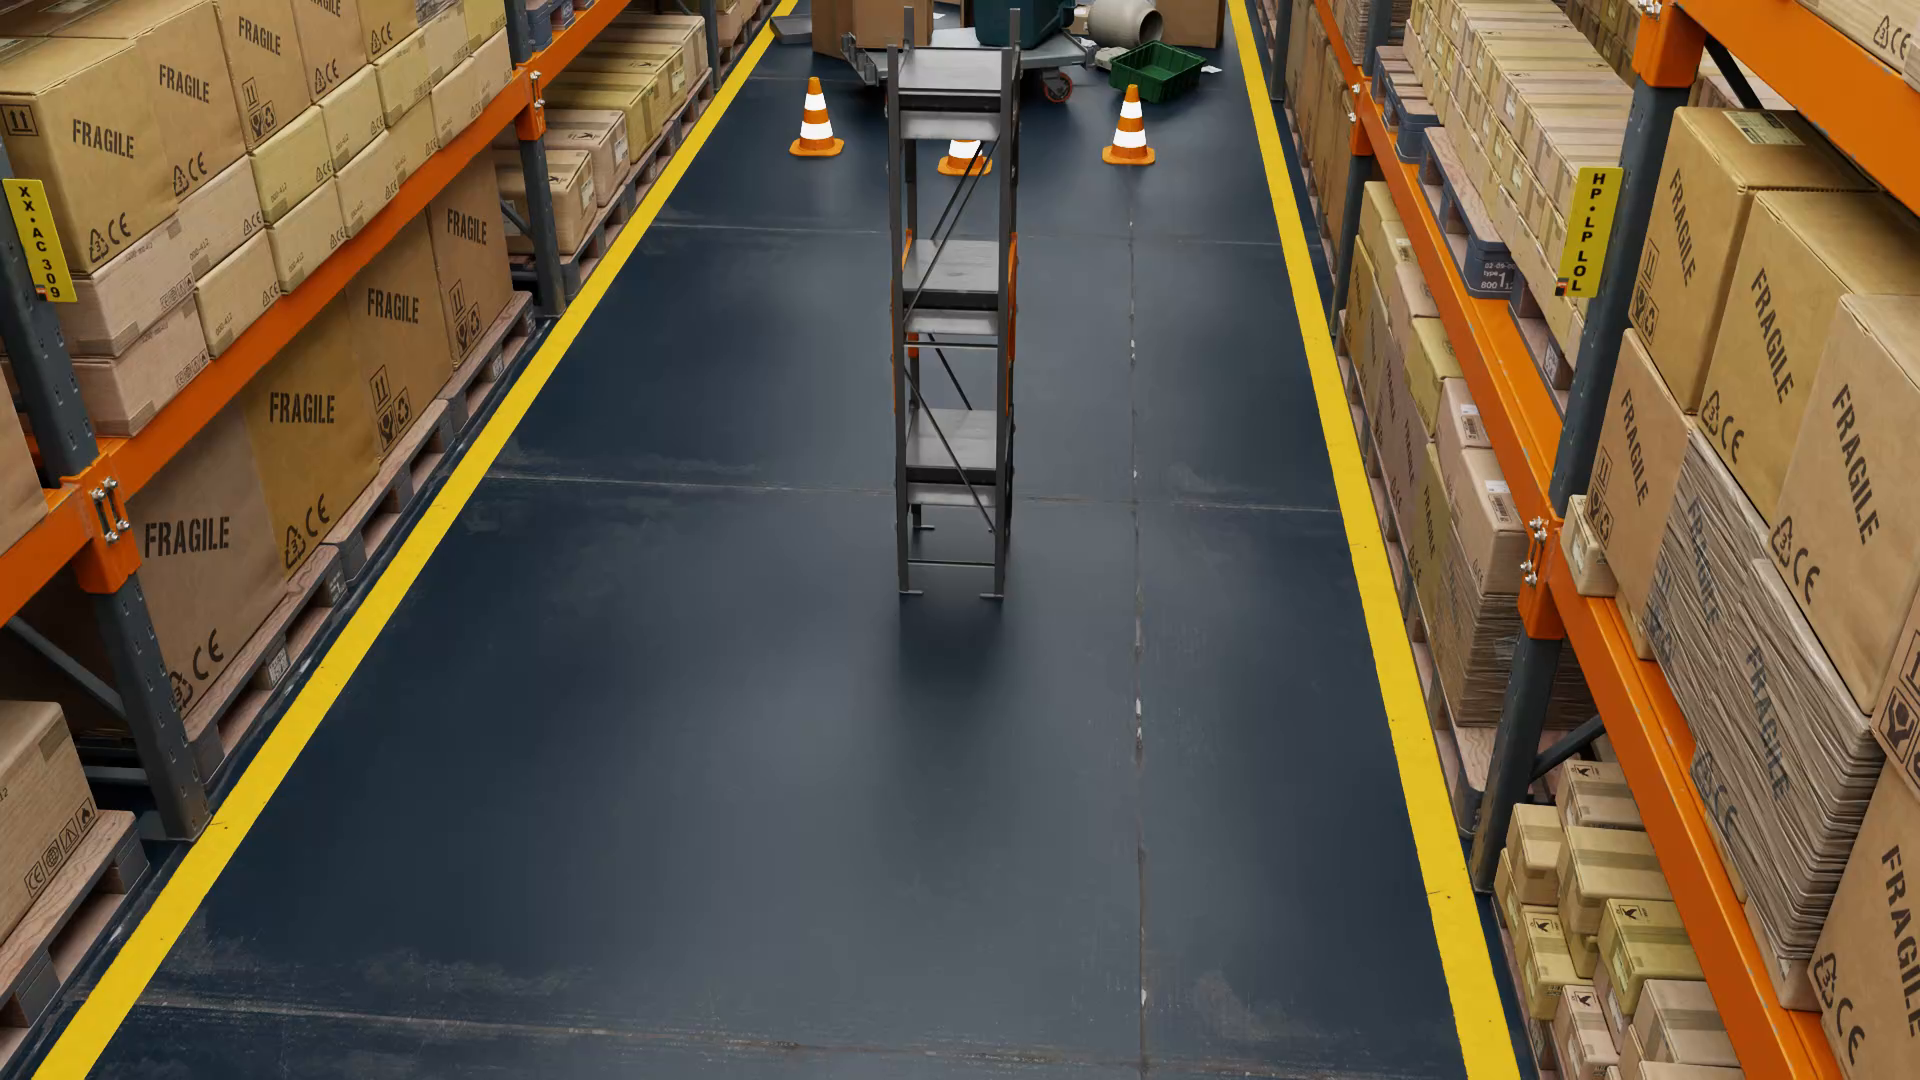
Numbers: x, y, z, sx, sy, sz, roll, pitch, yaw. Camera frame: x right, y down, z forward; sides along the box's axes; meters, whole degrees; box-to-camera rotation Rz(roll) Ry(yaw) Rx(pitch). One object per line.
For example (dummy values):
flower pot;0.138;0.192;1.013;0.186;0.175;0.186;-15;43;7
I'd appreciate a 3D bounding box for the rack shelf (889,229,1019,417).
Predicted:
rack shelf;-0.013;-0.796;6.066;0.431;0.518;0.480;2;32;4

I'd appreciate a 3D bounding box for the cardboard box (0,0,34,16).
cardboard box;-3.065;-1.361;5.051;0.500;0.500;0.500;3;32;5

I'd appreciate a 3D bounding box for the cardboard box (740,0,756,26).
cardboard box;-1.885;-4.145;12.838;0.500;0.250;0.500;4;32;7

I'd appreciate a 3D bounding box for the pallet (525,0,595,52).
pallet;-2.608;-2.764;8.559;1.213;0.211;1.003;2;32;4

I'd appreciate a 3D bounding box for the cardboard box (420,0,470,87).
cardboard box;-2.385;-2.085;6.941;0.500;0.250;0.500;2;32;3

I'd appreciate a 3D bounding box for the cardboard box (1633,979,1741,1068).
cardboard box;1.770;1.147;3.779;0.380;0.149;0.250;2;32;3

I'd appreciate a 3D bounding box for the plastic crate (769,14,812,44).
plastic crate;-1.290;-4.103;13.332;0.402;0.080;0.583;-8;33;-13

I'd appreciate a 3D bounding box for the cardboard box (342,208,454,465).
cardboard box;-2.776;-0.919;7.007;0.875;0.875;0.875;3;32;5

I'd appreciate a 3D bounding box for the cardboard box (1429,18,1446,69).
cardboard box;2.104;-1.983;6.664;0.380;0.149;0.250;2;32;2

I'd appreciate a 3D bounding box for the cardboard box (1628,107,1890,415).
cardboard box;1.776;-0.588;3.513;0.500;0.500;0.500;3;32;5

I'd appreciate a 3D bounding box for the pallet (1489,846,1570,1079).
pallet;2.036;1.321;4.405;1.003;0.211;1.213;2;32;4

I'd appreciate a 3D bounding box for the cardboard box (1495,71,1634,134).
cardboard box;2.001;-1.443;5.505;0.380;0.149;0.250;1;32;2

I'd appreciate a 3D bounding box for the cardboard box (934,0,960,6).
cardboard box;-0.002;-4.667;14.181;0.380;0.149;0.250;20;37;29

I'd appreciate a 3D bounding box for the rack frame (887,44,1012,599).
rack frame;-0.033;-0.680;5.852;0.400;2.100;0.015;2;32;4

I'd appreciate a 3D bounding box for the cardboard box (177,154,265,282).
cardboard box;-2.555;-1.018;5.209;0.500;0.250;0.500;3;32;5

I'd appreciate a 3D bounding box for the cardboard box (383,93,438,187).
cardboard box;-2.426;-1.599;6.629;0.500;0.250;0.500;2;32;3

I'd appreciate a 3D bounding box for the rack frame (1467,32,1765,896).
rack frame;2.056;-0.219;4.246;1.000;3.000;0.127;2;32;4

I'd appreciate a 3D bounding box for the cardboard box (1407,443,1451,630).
cardboard box;1.907;0.001;5.872;0.500;0.500;0.500;2;32;3

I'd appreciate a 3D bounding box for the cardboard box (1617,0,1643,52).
cardboard box;2.736;-1.952;6.330;0.380;0.149;0.250;3;32;5

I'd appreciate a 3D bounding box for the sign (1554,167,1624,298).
sign;1.502;-0.733;3.977;0.100;0.325;0.005;2;32;4

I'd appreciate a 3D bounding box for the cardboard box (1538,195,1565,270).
cardboard box;1.935;-0.901;4.909;0.380;0.149;0.250;4;32;6

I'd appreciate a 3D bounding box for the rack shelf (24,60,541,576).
rack shelf;-2.723;-1.117;6.389;1.077;0.370;4.000;2;32;4

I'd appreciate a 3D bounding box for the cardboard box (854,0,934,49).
cardboard box;-0.458;-3.758;11.650;0.500;0.500;0.500;2;32;4

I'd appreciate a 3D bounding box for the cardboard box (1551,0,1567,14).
cardboard box;2.687;-2.576;7.976;0.500;0.500;0.500;3;32;5

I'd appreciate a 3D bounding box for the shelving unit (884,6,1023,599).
shelving unit;-0.013;-0.807;6.059;0.431;2.100;0.503;2;32;4

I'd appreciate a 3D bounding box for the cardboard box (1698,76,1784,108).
cardboard box;2.651;-1.406;5.445;0.380;0.149;0.250;4;32;6

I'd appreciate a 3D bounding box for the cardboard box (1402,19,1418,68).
cardboard box;2.144;-2.157;7.230;0.380;0.149;0.250;2;32;3

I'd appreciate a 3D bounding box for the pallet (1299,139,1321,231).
pallet;2.623;-2.168;10.067;1.003;0.211;1.213;2;32;4

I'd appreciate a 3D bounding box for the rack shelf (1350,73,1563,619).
rack shelf;2.219;-0.958;6.131;1.077;0.370;4.000;2;32;4

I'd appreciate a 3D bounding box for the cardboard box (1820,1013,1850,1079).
cardboard box;1.672;0.855;2.742;0.380;0.149;0.250;4;32;6

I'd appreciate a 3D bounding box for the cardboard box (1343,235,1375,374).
cardboard box;2.070;-1.066;7.603;0.500;0.500;0.500;1;32;2

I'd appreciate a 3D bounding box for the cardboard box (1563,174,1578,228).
cardboard box;1.915;-0.903;4.628;0.380;0.149;0.250;2;32;3

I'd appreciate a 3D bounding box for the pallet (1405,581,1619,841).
pallet;2.118;0.561;5.638;1.003;0.211;1.213;2;32;4

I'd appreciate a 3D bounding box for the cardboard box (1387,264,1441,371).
cardboard box;1.990;-0.870;6.571;0.500;0.250;0.500;3;32;4

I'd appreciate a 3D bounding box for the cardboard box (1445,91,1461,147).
cardboard box;2.061;-1.595;6.318;0.380;0.149;0.250;3;32;6

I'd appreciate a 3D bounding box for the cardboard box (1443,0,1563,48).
cardboard box;2.085;-1.995;6.400;0.380;0.149;0.250;1;32;2

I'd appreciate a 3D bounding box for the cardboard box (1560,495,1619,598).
cardboard box;1.707;0.022;4.094;0.380;0.149;0.250;4;32;6

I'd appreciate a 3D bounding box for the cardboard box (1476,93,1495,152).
cardboard box;2.021;-1.450;5.799;0.380;0.149;0.250;4;32;6

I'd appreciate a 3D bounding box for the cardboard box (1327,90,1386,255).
cardboard box;2.521;-1.846;8.630;1.050;0.750;0.750;2;32;3

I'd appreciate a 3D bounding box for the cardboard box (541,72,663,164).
cardboard box;-2.385;-2.606;10.225;0.950;0.372;0.625;3;32;6

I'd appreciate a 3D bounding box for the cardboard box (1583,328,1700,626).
cardboard box;1.764;-0.140;3.739;0.500;0.500;0.500;2;32;3

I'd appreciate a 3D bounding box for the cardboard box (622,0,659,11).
cardboard box;-2.454;-4.209;12.226;0.500;0.500;0.500;2;32;3

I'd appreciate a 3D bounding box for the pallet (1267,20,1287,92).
pallet;2.847;-3.609;12.405;1.003;0.211;1.213;2;32;4

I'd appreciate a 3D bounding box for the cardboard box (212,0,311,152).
cardboard box;-2.506;-1.593;5.427;0.500;0.500;0.500;2;32;3

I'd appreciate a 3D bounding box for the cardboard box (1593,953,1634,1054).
cardboard box;1.792;1.131;4.090;0.380;0.149;0.250;2;32;4

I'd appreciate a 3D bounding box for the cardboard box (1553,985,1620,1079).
cardboard box;1.716;1.264;4.156;0.380;0.149;0.250;2;32;4

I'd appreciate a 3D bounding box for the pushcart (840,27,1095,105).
pushcart;0.042;-3.373;11.863;1.648;0.377;0.936;-8;33;-13

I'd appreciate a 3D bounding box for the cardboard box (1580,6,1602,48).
cardboard box;2.775;-2.091;6.840;0.380;0.149;0.250;4;32;6

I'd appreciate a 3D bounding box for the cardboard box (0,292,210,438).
cardboard box;-2.587;-0.532;4.897;0.500;0.250;0.500;2;32;3

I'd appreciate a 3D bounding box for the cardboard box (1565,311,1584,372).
cardboard box;1.891;-0.507;4.552;0.380;0.149;0.250;2;32;3

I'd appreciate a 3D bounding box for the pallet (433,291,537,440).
pallet;-2.700;-0.873;7.965;1.003;0.211;1.213;2;32;4

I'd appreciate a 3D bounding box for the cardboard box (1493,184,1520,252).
cardboard box;1.971;-1.049;5.433;0.380;0.149;0.250;1;32;2
